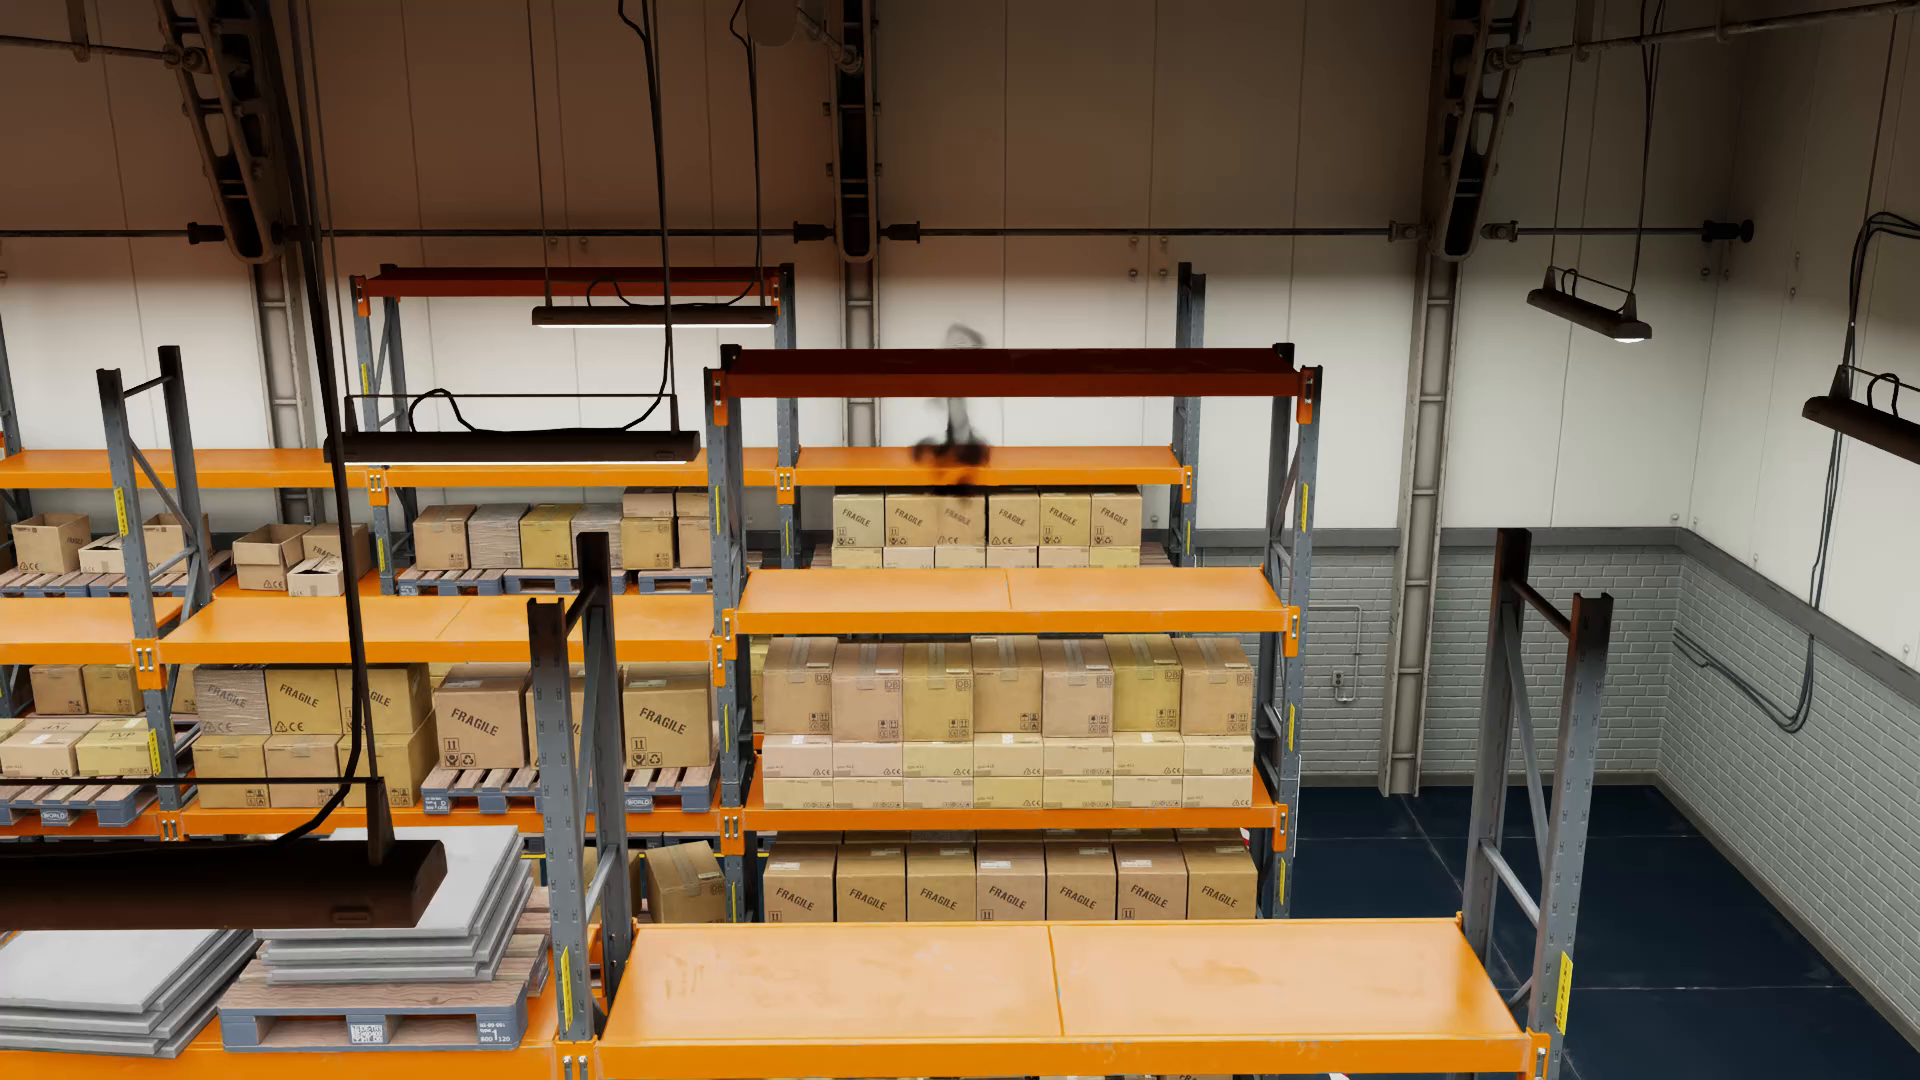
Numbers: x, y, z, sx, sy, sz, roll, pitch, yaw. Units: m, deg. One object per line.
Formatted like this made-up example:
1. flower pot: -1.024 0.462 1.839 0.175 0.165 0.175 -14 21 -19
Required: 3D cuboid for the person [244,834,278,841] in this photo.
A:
1. person: -6.413 3.043 15.183 0.576 1.638 0.591 -3 16 -9
